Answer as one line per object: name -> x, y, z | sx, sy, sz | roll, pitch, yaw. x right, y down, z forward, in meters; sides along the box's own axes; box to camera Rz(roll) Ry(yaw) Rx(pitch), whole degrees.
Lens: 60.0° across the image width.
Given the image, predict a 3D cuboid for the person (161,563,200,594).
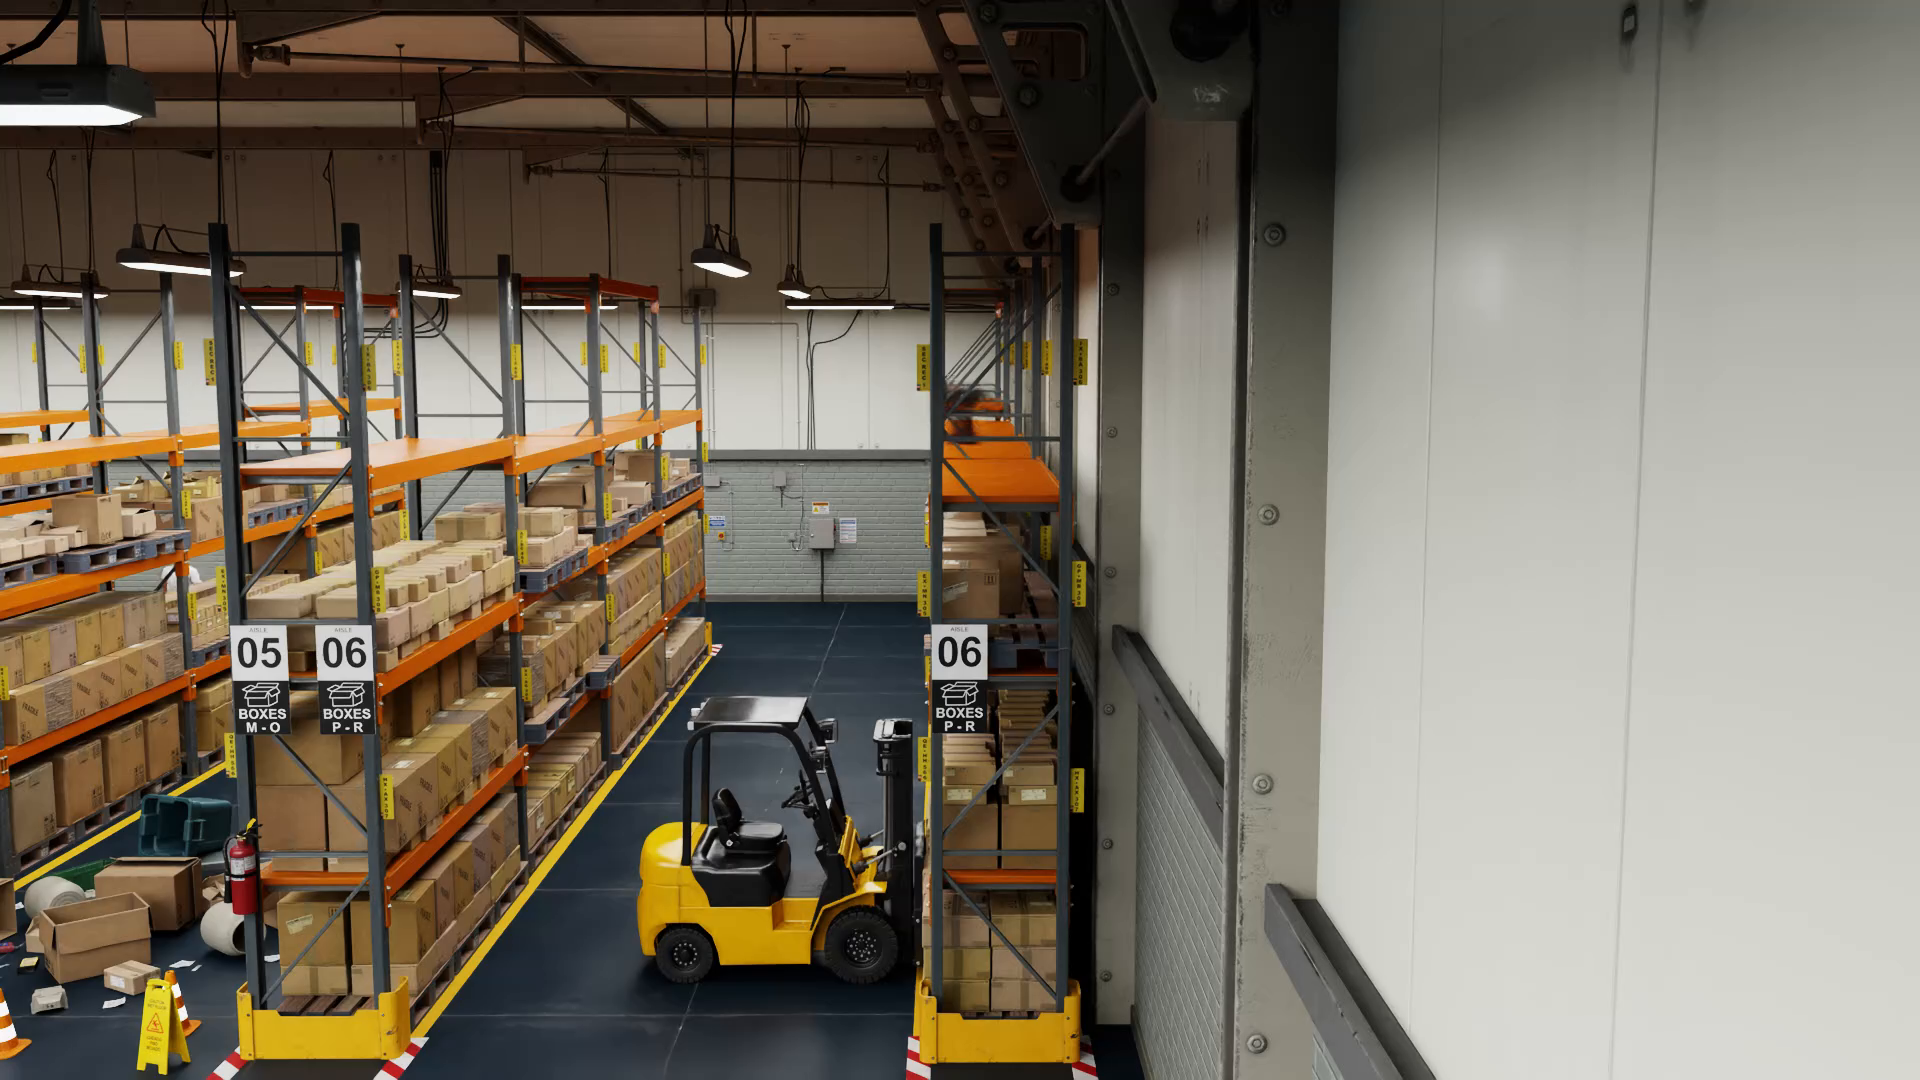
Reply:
person -> -13.122, 1.032, 27.956 | 0.687, 1.754, 0.682 | -1, 7, -7
